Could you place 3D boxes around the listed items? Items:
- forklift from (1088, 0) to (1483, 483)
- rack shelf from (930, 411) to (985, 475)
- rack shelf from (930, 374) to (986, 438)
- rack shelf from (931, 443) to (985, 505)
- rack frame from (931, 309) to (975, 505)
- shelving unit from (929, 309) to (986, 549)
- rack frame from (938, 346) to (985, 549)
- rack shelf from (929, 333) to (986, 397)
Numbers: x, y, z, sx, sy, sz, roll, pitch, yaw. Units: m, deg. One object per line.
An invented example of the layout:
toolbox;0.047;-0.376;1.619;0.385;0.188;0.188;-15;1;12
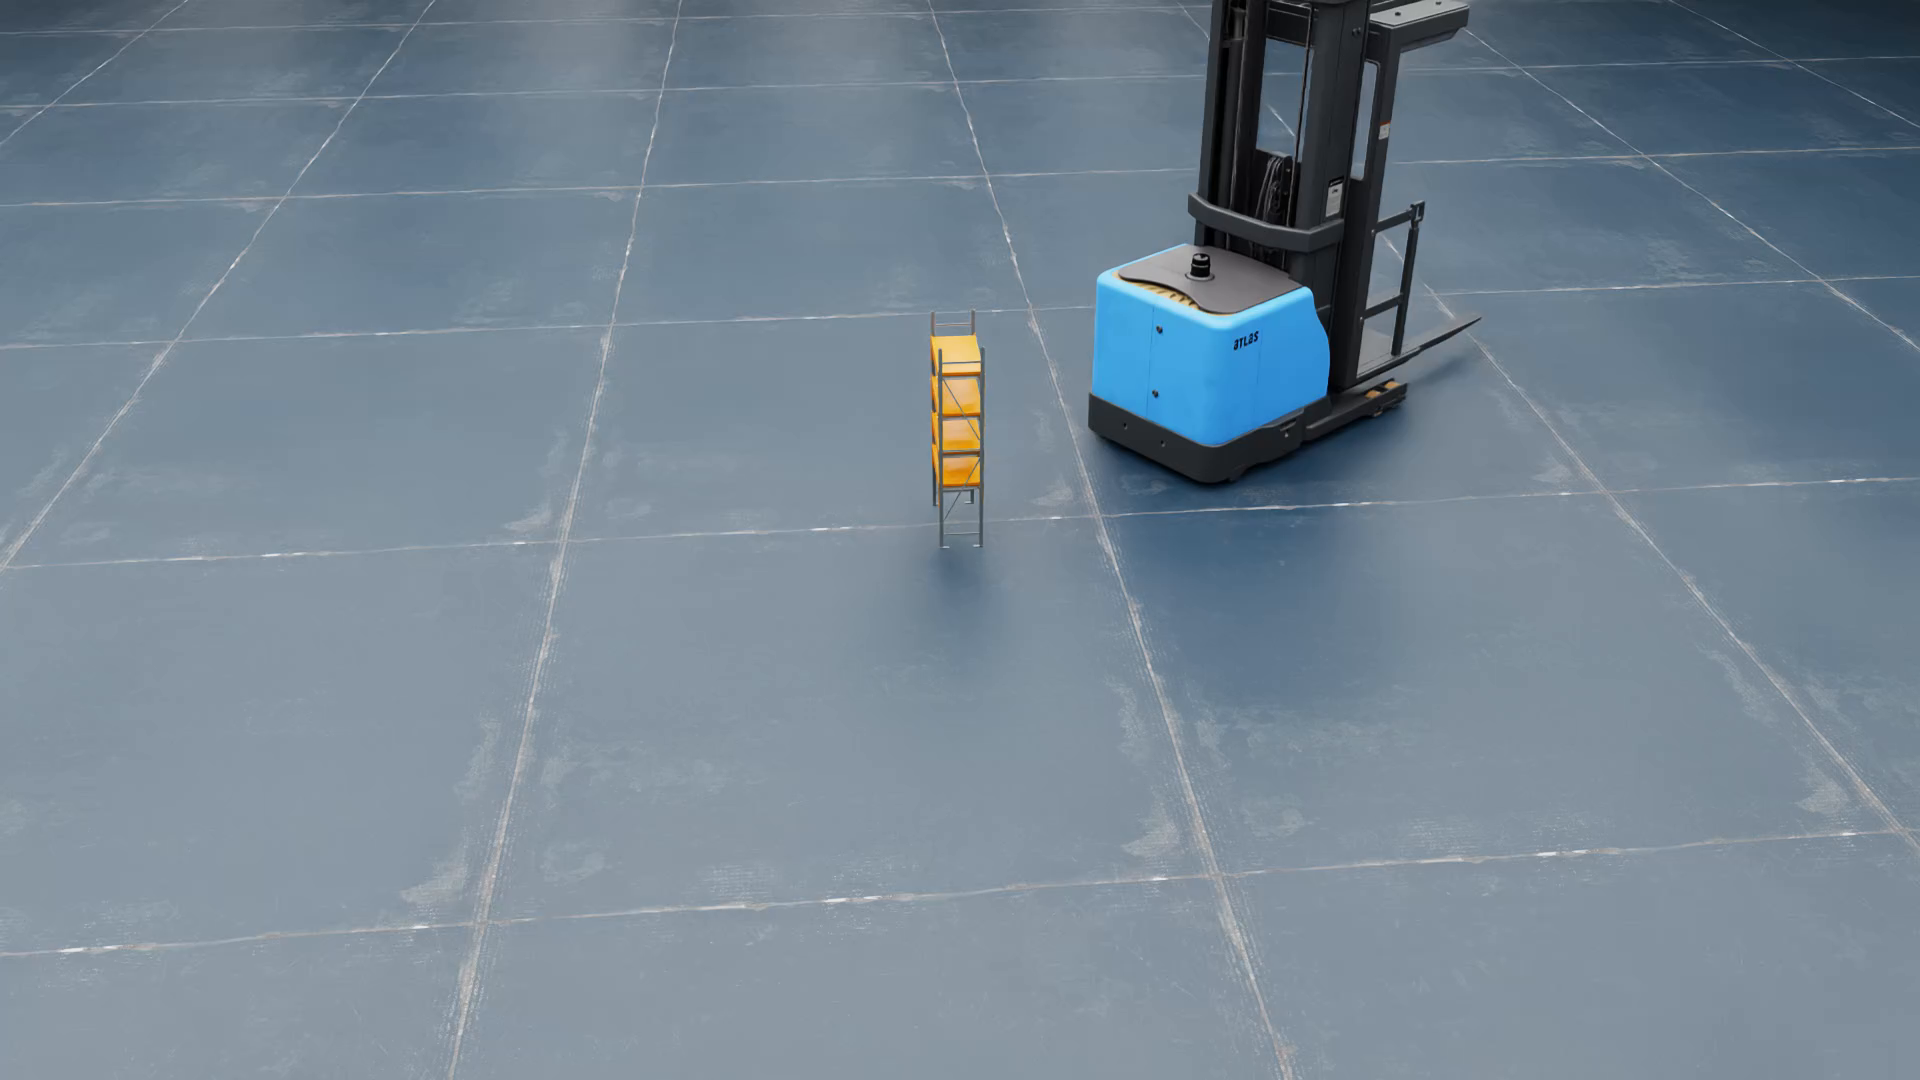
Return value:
forklift;2.229;-2.220;10.109;3.031;2.935;1.130;-24;39;-35
rack shelf;-0.015;-0.542;9.118;0.258;0.148;0.480;-3;31;-5
rack shelf;-0.015;-0.734;9.004;0.258;0.148;0.480;-3;31;-5
rack shelf;-0.015;-0.371;9.220;0.258;0.148;0.480;-3;31;-5
rack frame;-0.038;-0.724;9.292;0.240;1.200;0.015;-3;31;-5
shelving unit;-0.015;-0.600;9.084;0.258;1.200;0.503;-3;31;-5
rack frame;0.007;-0.475;8.875;0.240;1.200;0.015;-3;31;-5
rack shelf;-0.015;-0.937;8.882;0.258;0.148;0.480;-3;31;-5
